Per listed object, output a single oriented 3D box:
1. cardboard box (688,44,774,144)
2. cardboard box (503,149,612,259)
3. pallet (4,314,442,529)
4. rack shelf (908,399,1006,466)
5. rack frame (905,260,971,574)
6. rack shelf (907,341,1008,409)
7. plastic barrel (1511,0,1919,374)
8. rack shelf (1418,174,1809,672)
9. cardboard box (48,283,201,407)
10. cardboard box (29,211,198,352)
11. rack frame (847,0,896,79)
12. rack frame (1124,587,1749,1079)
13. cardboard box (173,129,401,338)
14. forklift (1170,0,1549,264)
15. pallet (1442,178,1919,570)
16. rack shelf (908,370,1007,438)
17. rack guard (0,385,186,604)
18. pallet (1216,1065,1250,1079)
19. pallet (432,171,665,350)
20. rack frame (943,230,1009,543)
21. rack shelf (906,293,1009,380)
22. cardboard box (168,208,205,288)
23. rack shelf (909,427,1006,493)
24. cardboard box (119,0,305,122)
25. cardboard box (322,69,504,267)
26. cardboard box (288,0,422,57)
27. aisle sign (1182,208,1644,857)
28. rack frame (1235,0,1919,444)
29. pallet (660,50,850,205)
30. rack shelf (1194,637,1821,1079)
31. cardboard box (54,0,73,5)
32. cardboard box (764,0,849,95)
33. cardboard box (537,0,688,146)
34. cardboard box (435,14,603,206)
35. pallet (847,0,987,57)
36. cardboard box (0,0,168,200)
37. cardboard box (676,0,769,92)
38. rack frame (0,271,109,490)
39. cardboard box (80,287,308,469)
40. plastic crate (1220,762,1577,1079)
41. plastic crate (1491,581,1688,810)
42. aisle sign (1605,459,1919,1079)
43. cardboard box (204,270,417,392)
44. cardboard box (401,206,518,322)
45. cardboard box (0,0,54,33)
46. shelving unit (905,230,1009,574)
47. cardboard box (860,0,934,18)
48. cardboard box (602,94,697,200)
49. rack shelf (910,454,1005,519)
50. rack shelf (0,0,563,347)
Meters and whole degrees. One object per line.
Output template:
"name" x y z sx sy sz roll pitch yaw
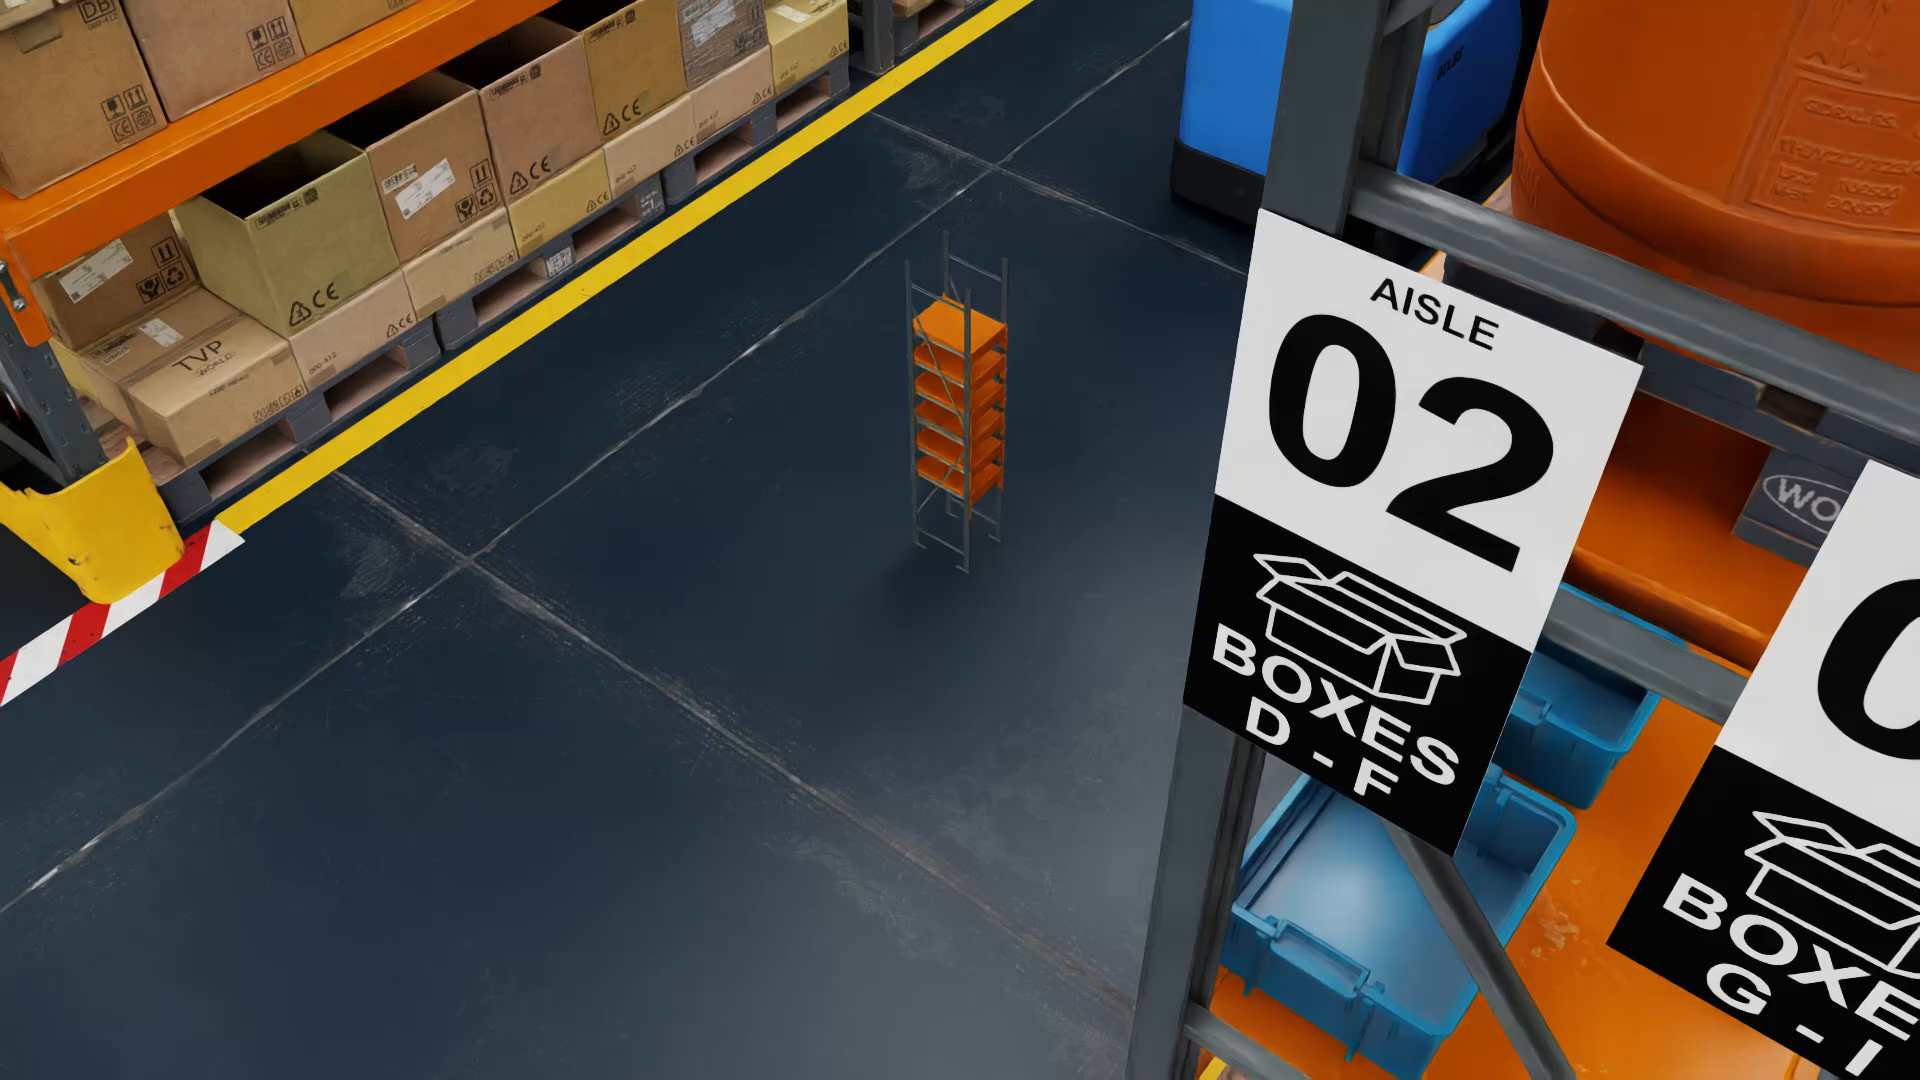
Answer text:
"cardboard box" -1.164 -2.013 7.210 0.500 0.250 0.500 29 53 25
"cardboard box" -1.764 -1.434 6.657 0.500 0.250 0.500 29 53 25
"pallet" -2.752 -0.666 6.240 1.003 0.211 1.213 29 53 25
"rack shelf" -0.009 -0.375 5.340 0.258 0.103 0.180 29 53 25
"rack frame" -0.065 -0.354 5.258 0.240 1.200 0.006 29 53 25
"rack shelf" -0.009 -0.541 5.167 0.258 0.103 0.180 29 53 25
"plastic barrel" 0.928 -0.644 1.629 0.600 0.830 0.708 29 53 25
"rack shelf" 1.954 -0.913 2.971 1.077 0.370 4.000 29 53 25
"cardboard box" -3.092 -0.805 6.056 0.500 0.250 0.500 29 53 25
"cardboard box" -3.094 -1.065 5.786 0.500 0.500 0.500 29 53 25
"rack frame" -0.740 -3.462 6.982 1.000 3.000 0.127 29 53 25
"rack frame" 0.732 1.019 2.702 1.000 3.000 0.127 29 53 25
"cardboard box" -2.378 -1.122 5.840 0.500 0.500 0.500 29 53 25
"forklift" 2.182 -3.111 6.694 1.130 2.935 3.031 29 53 25
"pallet" 1.315 -0.382 2.096 1.003 0.211 1.213 29 53 25
"rack shelf" -0.009 -0.458 5.254 0.258 0.103 0.180 29 53 25
"rack guard" -3.201 -0.296 5.687 1.175 0.500 0.348 29 53 25
"pallet" 1.242 1.456 4.213 1.003 0.211 1.213 29 53 25
"pallet" -2.005 -1.361 6.904 1.003 0.211 1.213 29 53 25
"rack frame" 0.047 -0.459 5.358 0.240 1.200 0.006 29 53 25
"rack shelf" -0.009 -0.624 5.080 0.258 0.103 0.180 29 53 25
"cardboard box" -2.796 -1.097 6.335 0.500 0.250 0.500 29 53 25
"rack shelf" -0.009 -0.293 5.427 0.258 0.103 0.180 29 53 25
"cardboard box" -2.573 -1.771 5.299 0.700 0.500 0.500 31 53 26
"cardboard box" -2.082 -1.414 6.119 0.500 0.500 0.500 29 53 25
"cardboard box" -2.265 -2.053 5.567 0.700 0.500 0.500 30 53 25
"aisle sign" 0.452 0.031 1.848 0.394 0.787 0.004 29 53 25
"rack frame" 0.732 -1.053 0.533 1.000 3.000 0.127 29 53 25
"pallet" -1.260 -2.062 7.574 1.003 0.211 1.213 29 53 25
"rack shelf" 1.954 0.123 4.055 1.077 0.370 4.000 29 53 25
"cardboard box" -2.616 -1.713 4.794 0.380 0.149 0.250 28 52 24
"cardboard box" -0.851 -2.295 7.479 0.500 0.250 0.500 29 53 25
"cardboard box" -1.469 -1.985 6.664 0.500 0.500 0.500 29 53 25
"cardboard box" -1.763 -1.693 6.385 0.500 0.500 0.500 29 53 25
"pallet" -0.321 -2.937 8.410 1.003 0.211 1.213 29 53 25
"cardboard box" -2.890 -1.469 5.009 0.700 0.500 0.500 29 53 25
"cardboard box" -1.166 -2.273 6.939 0.500 0.500 0.500 29 53 25
"rack frame" -3.186 -1.173 4.796 1.000 3.000 0.127 29 53 25
"cardboard box" -2.682 -0.576 5.837 0.500 0.250 0.500 29 53 25
"plastic crate" 0.801 0.652 3.156 0.499 0.251 0.616 29 53 25
"plastic crate" 1.202 0.283 3.508 0.499 0.251 0.408 29 53 25
"aisle sign" 0.919 0.292 1.599 0.394 0.787 0.004 29 53 25
"cardboard box" -2.379 -0.864 6.112 0.500 0.250 0.500 29 53 25
"cardboard box" -2.073 -1.150 6.385 0.500 0.250 0.500 29 53 25
"cardboard box" -2.776 -1.561 4.649 0.380 0.149 0.250 29 53 25
"shelving unit" -0.009 -0.406 5.308 0.258 1.200 0.189 29 53 25
"cardboard box" -0.298 -2.778 7.940 0.500 0.250 0.500 28 52 24
"cardboard box" -1.458 -1.720 6.930 0.500 0.250 0.500 29 53 25
"rack shelf" -0.009 -0.210 5.514 0.258 0.103 0.180 29 53 25
"rack shelf" -1.963 -2.069 6.149 1.077 0.370 4.000 29 53 25
